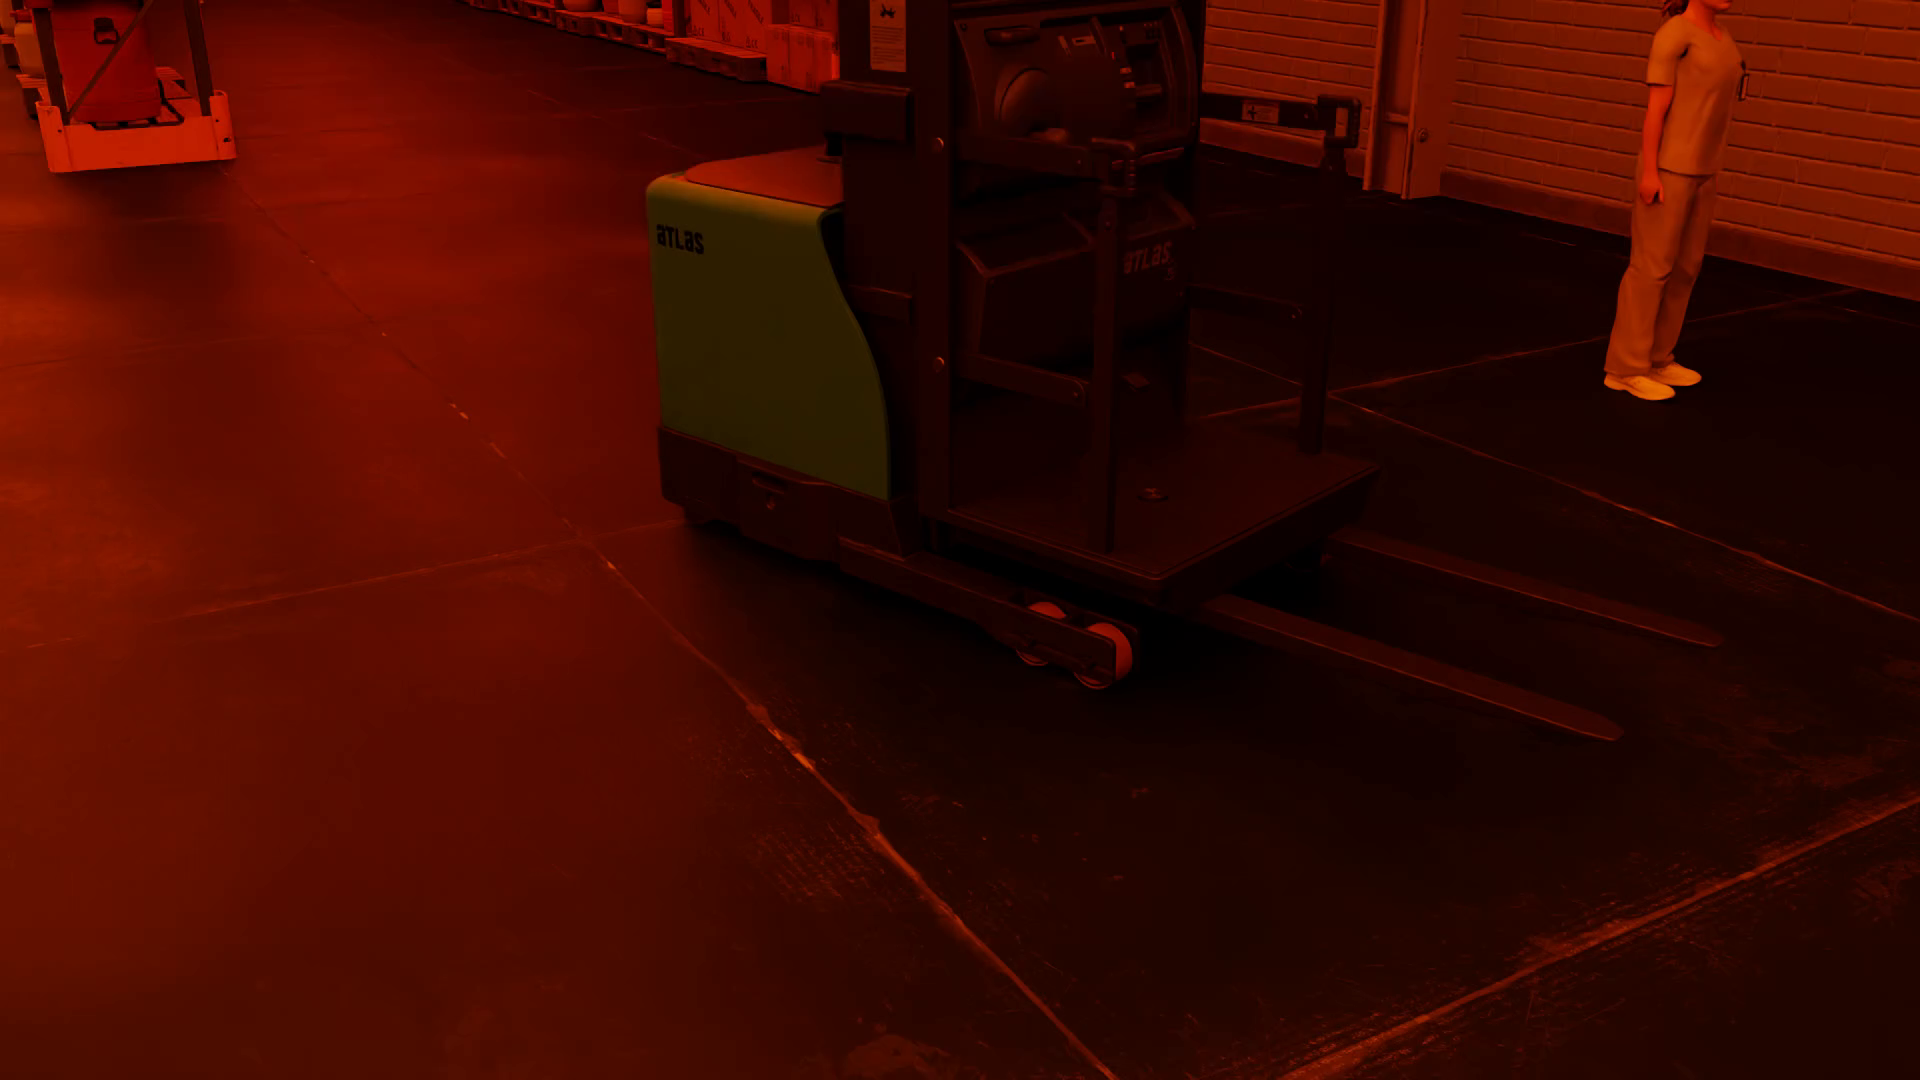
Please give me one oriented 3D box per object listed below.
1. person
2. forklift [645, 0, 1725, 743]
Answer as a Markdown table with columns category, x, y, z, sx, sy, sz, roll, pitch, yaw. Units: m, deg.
| category | x | y | z | sx | sy | sz | roll | pitch | yaw |
| --- | --- | --- | --- | --- | --- | --- | --- | --- | --- |
| person | 2.744 | -1.393 | 6.328 | 0.472 | 1.674 | 0.382 | -18 | 28 | -37 |
| forklift | 0.480 | -1.203 | 4.204 | 3.031 | 2.935 | 1.130 | 19 | 29 | 38 |
